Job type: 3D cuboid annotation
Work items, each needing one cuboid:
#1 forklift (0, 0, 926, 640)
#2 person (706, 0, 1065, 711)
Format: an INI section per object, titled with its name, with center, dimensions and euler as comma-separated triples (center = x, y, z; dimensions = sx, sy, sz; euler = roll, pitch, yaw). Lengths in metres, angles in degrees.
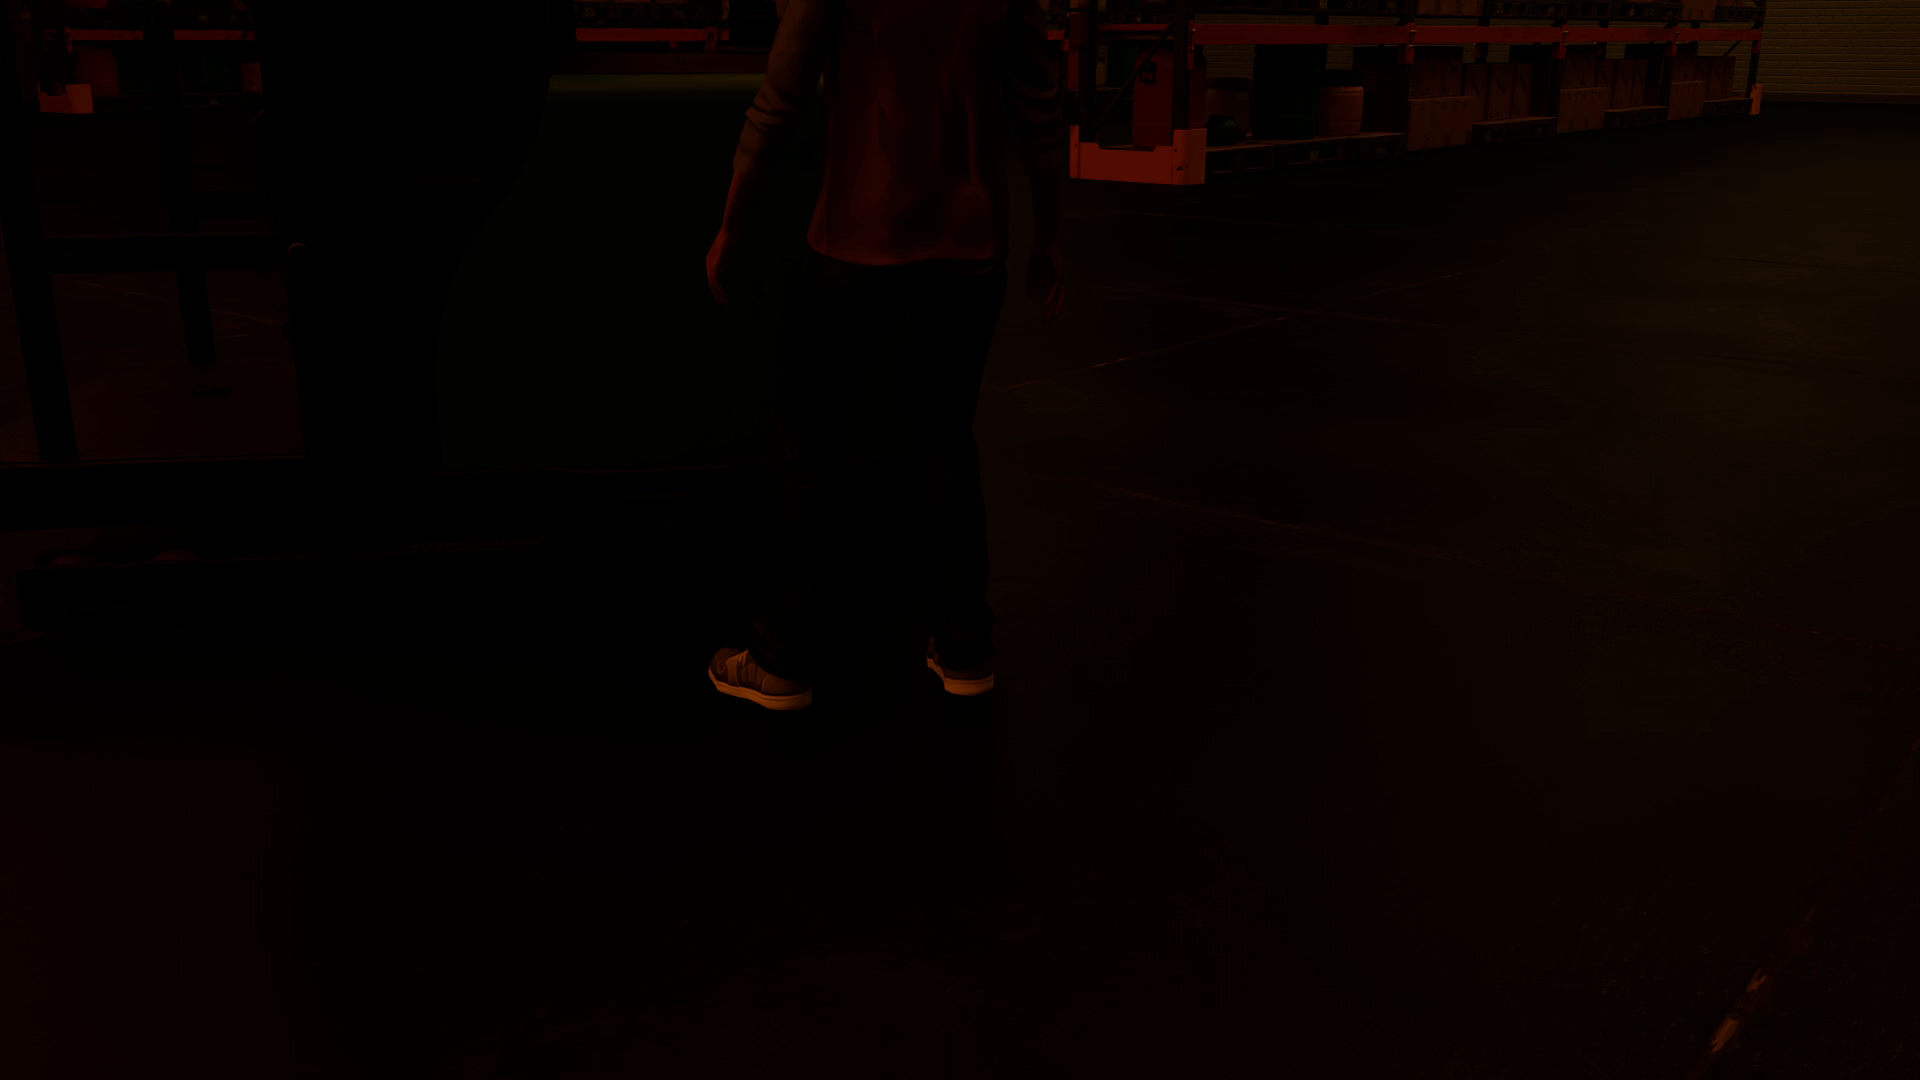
[forklift]
center = -1.558, -1.370, 3.409
dimensions = 3.031, 2.935, 1.130
euler = -3, 17, -8
[person]
center = -0.115, -0.489, 2.853
dimensions = 0.641, 1.573, 0.361
euler = -9, 19, -26
